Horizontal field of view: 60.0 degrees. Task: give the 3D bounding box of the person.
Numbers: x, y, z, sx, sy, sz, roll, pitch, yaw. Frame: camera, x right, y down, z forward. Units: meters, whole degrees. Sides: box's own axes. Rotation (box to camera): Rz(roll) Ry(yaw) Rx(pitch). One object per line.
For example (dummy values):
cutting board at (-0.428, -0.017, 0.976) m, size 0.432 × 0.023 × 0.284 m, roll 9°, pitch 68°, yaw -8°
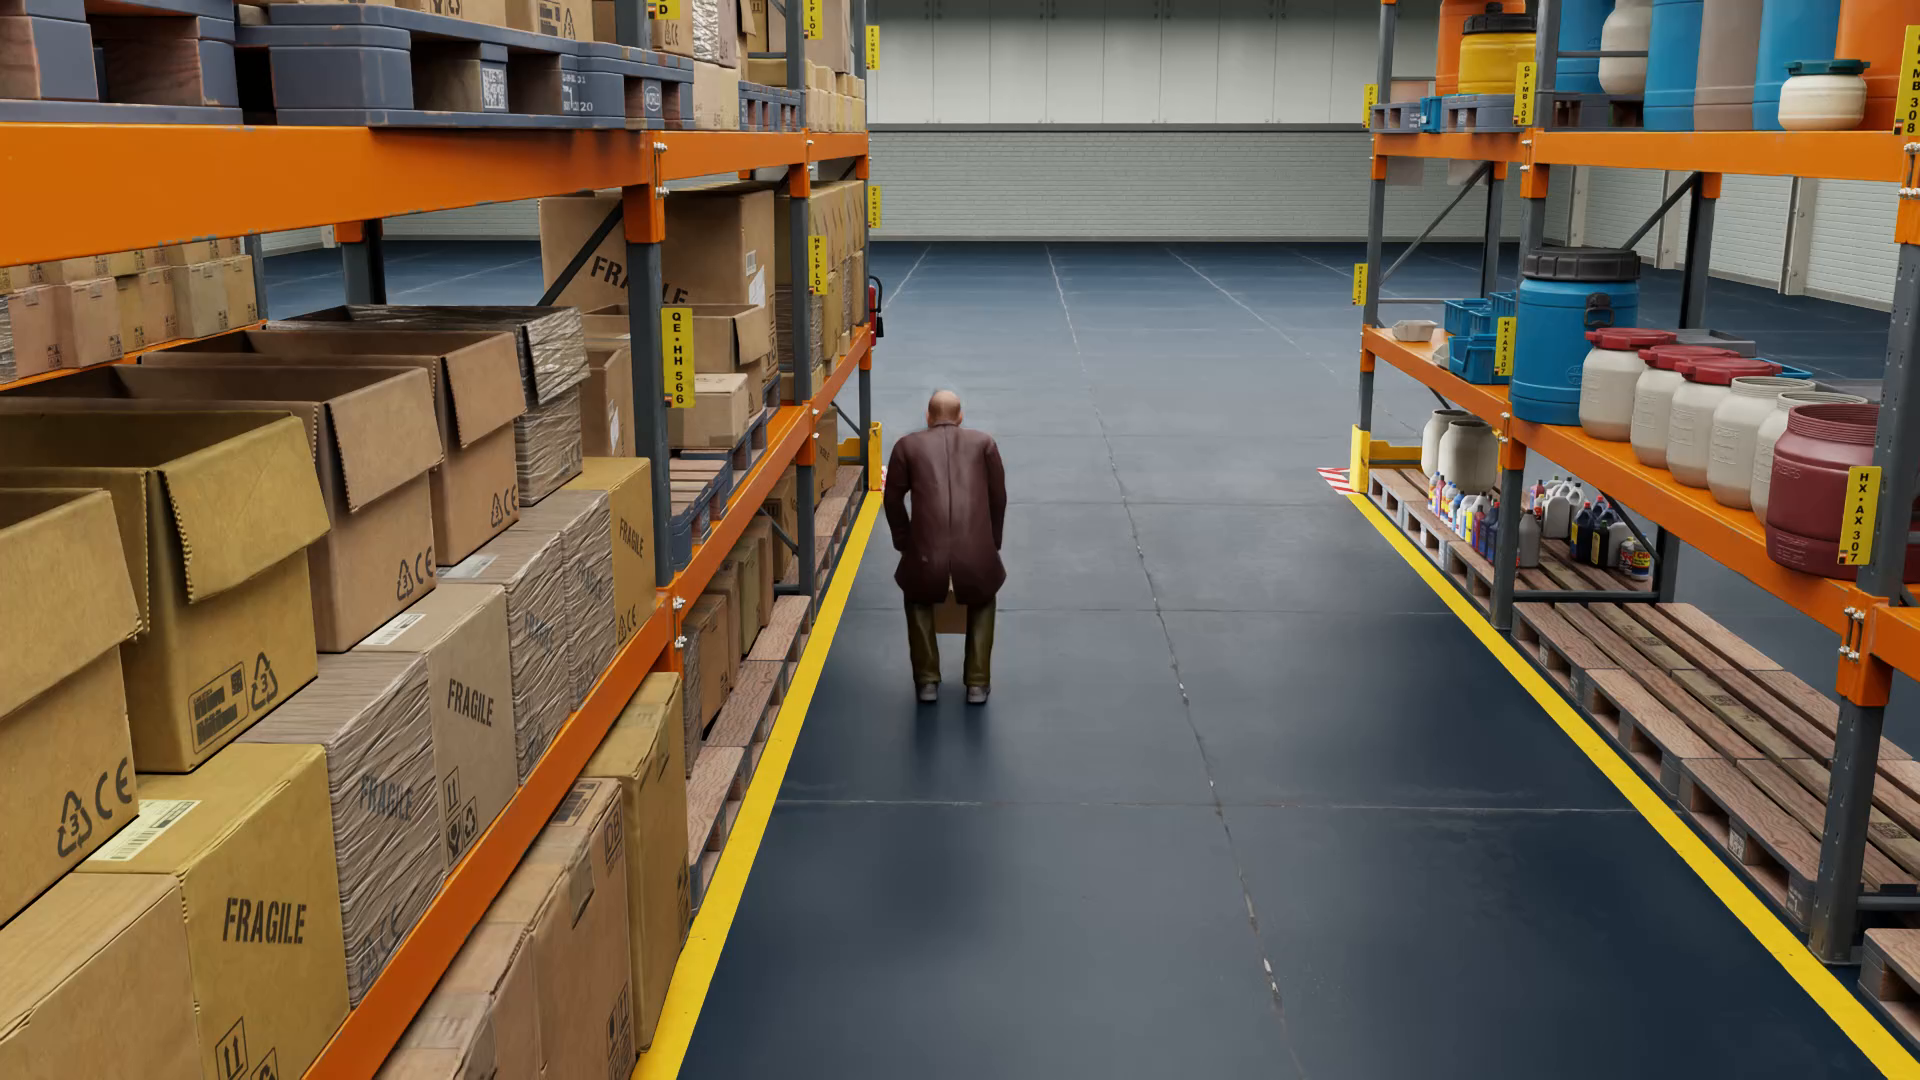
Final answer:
person at (-0.076, 0.040, 8.383) m, size 0.628 × 1.538 × 0.635 m, roll 0°, pitch 14°, yaw 2°
